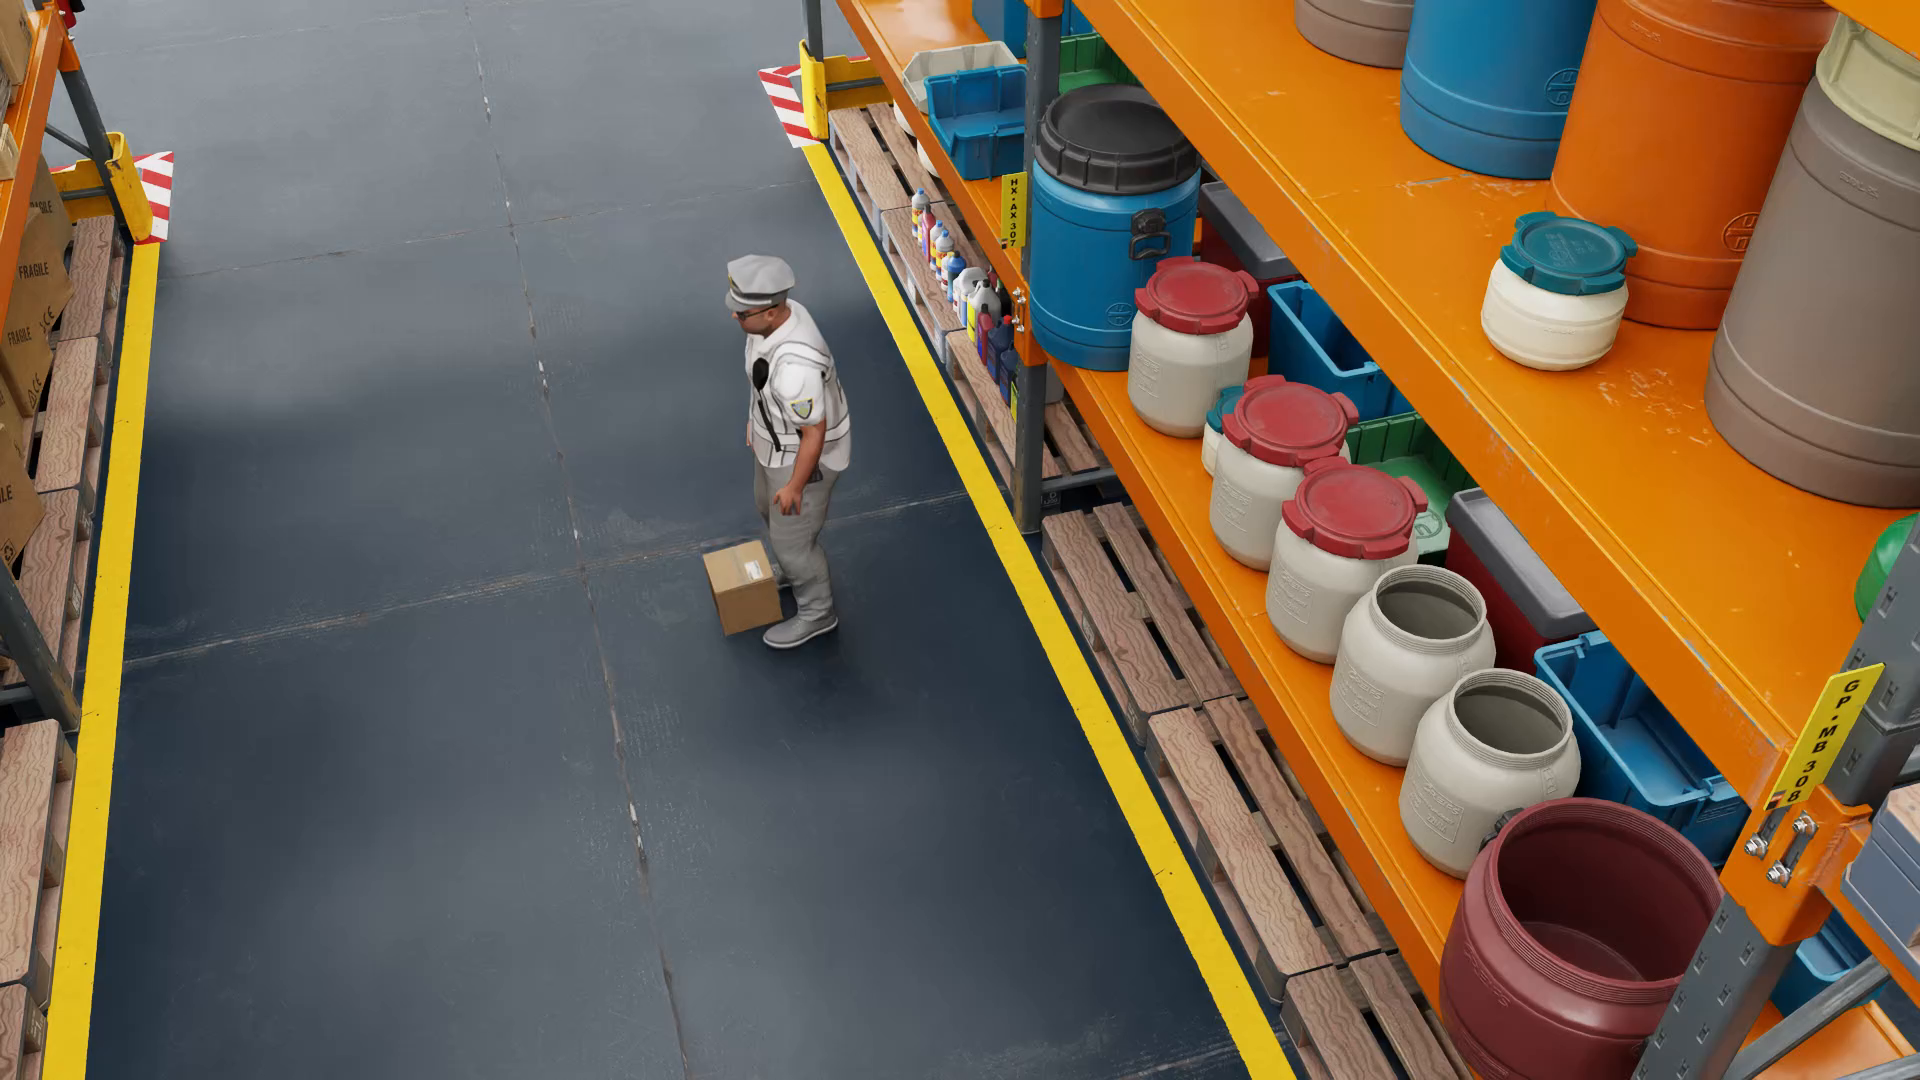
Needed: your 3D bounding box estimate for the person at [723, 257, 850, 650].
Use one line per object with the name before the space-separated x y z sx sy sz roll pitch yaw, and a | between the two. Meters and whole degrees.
person | -0.663 -0.345 6.536 0.435 1.751 0.604 -14 44 -15
